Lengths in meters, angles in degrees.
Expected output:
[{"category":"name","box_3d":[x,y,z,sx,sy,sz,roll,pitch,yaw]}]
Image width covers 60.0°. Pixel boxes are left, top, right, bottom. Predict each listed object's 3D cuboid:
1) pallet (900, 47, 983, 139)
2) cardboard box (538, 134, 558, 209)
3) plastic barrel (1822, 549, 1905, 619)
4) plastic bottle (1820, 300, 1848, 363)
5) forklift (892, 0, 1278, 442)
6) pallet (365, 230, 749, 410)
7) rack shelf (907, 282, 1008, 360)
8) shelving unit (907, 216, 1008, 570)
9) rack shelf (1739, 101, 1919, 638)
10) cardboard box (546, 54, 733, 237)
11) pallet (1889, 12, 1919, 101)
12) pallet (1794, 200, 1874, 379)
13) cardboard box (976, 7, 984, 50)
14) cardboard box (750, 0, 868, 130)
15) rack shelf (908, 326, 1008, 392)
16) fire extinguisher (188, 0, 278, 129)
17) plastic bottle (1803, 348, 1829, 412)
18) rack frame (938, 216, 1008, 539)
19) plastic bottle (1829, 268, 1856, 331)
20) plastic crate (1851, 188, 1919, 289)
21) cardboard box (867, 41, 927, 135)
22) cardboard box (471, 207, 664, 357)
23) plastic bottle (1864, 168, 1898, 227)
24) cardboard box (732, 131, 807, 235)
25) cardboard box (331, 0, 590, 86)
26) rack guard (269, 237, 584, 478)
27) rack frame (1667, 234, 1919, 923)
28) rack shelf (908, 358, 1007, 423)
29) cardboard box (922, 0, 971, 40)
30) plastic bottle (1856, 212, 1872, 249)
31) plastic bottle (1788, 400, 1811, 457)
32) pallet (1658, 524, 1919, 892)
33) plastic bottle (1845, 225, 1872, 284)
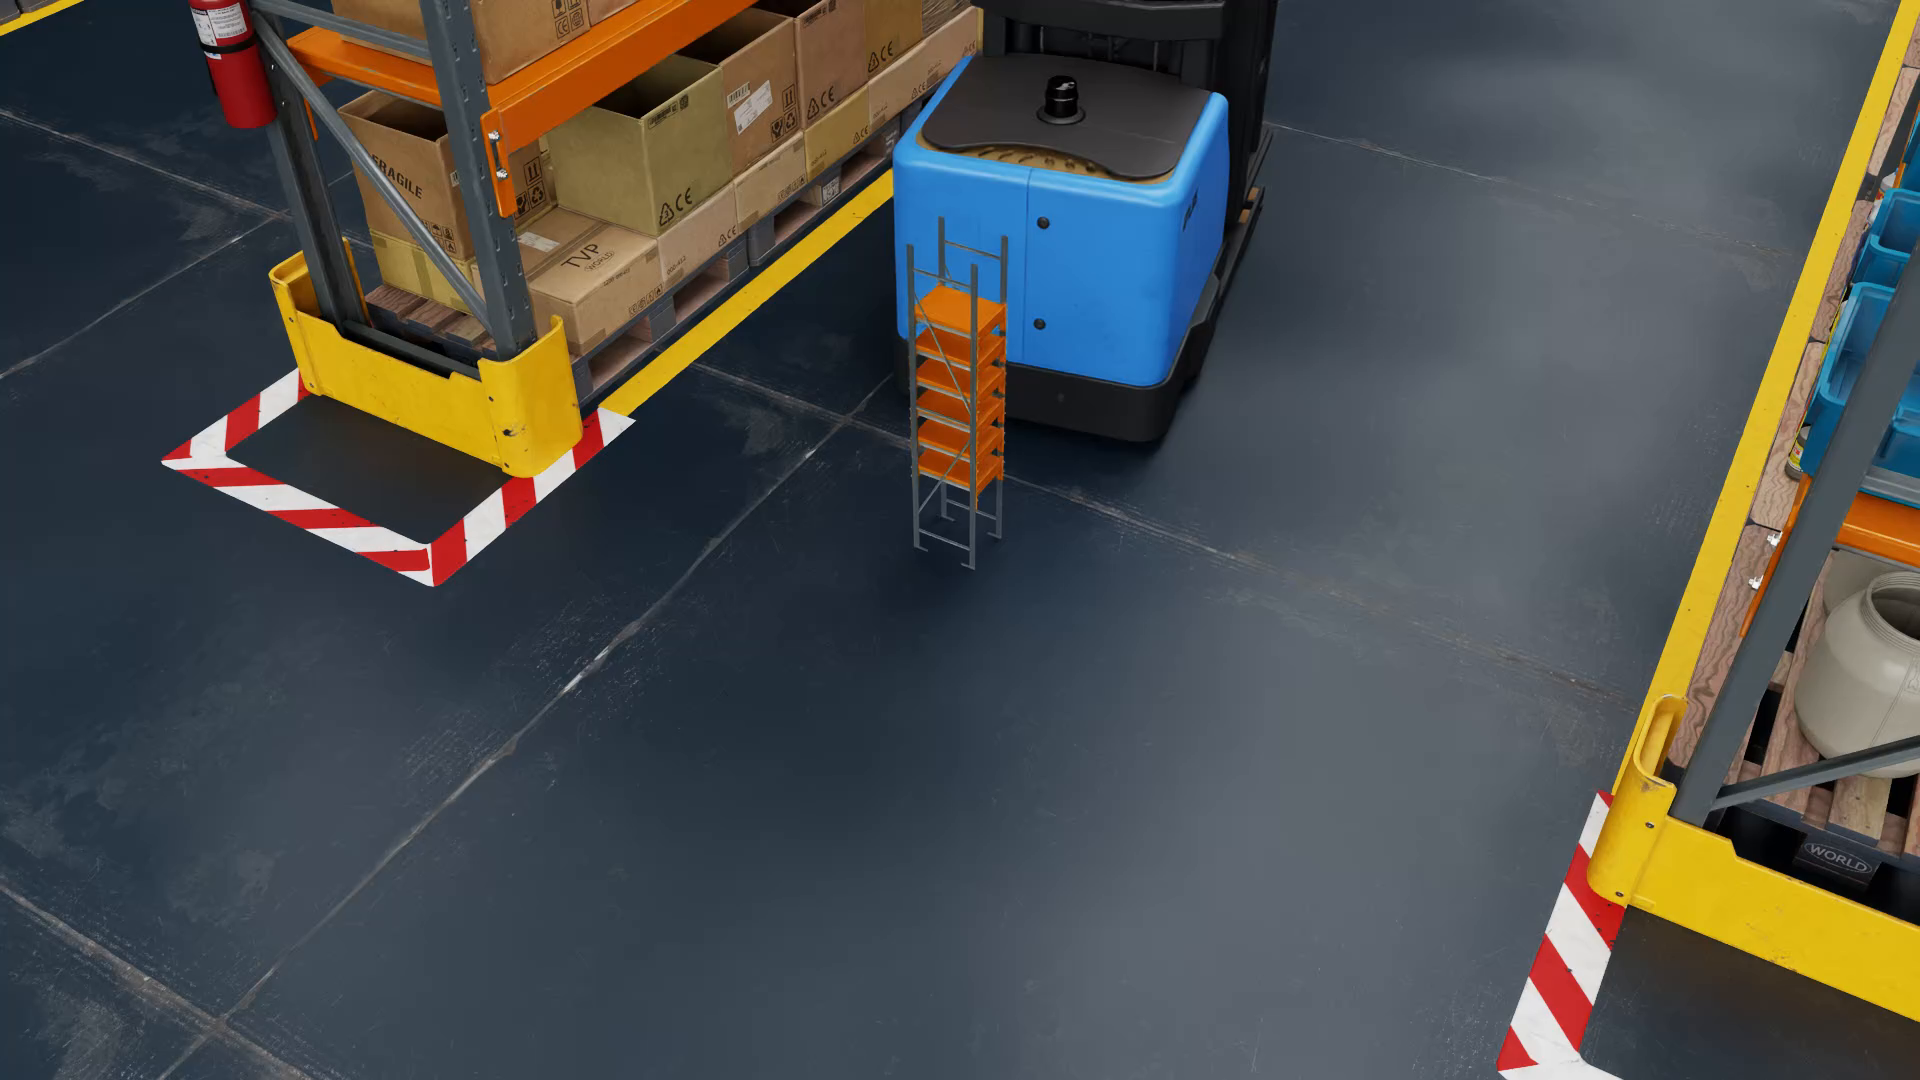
[{"category":"pallet","box_3d":[-0.390,-2.440,8.361,1.003,0.211,1.213,21,45,22]},{"category":"cardboard box","box_3d":[-1.705,-1.459,6.900,0.500,0.250,0.500,21,45,22]},{"category":"plastic barrel","box_3d":[2.843,0.089,4.944,0.421,0.512,0.421,0,41,0]},{"category":"plastic bottle","box_3d":[3.260,-0.782,6.040,0.144,0.351,0.185,21,45,22]},{"category":"forklift","box_3d":[0.703,-2.441,6.304,1.130,2.935,3.031,12,43,14]},{"category":"pallet","box_3d":[-1.611,-1.044,6.775,1.003,0.211,1.213,21,45,22]},{"category":"rack shelf","box_3d":[-0.007,-0.679,5.136,0.258,0.103,0.180,21,45,22]},{"category":"shelving unit","box_3d":[-0.007,-0.442,5.344,0.258,1.200,0.189,21,45,22]},{"category":"rack shelf","box_3d":[3.330,-0.873,5.016,1.077,0.370,4.000,21,45,22]},{"category":"cardboard box","box_3d":[-1.248,-1.566,6.454,0.500,0.500,0.500,21,45,22]},{"category":"pallet","box_3d":[5.300,-2.404,8.320,1.003,0.211,1.213,21,45,22]},{"category":"pallet","box_3d":[3.959,-0.870,6.578,1.003,0.211,1.213,21,45,22]},{"category":"cardboard box","box_3d":[0.001,-2.716,8.327,0.500,0.250,0.500,21,45,22]},{"category":"cardboard box","box_3d":[-0.744,-2.136,7.102,0.500,0.500,0.500,21,45,22]},{"category":"rack shelf","box_3d":[-0.007,-0.589,5.215,0.258,0.103,0.180,21,45,22]},{"category":"fire extinguisher","box_3d":[-2.419,-1.696,5.464,0.296,0.674,0.183,21,45,22]},{"category":"plastic bottle","box_3d":[3.088,-0.552,5.835,0.152,0.276,0.135,20,45,21]},{"category":"rack frame","box_3d":[0.039,-0.494,5.404,0.240,1.200,0.006,21,45,22]},{"category":"plastic bottle","box_3d":[3.354,-0.919,6.247,0.061,0.283,0.133,23,46,24]},{"category":"plastic crate","box_3d":[2.650,-0.698,4.385,0.499,0.251,0.408,21,45,22]},{"category":"cardboard box","box_3d":[-0.495,-2.142,7.675,0.500,0.250,0.500,21,45,22]},{"category":"cardboard box","box_3d":[-1.497,-0.998,6.376,0.500,0.250,0.500,21,45,22]},{"category":"plastic bottle","box_3d":[3.792,-1.391,6.791,0.097,0.271,0.097,0,41,0]},{"category":"cardboard box","box_3d":[-0.999,-1.571,7.027,0.500,0.250,0.500,21,45,22]},{"category":"cardboard box","box_3d":[-1.713,-1.939,5.607,0.700,0.500,0.500,21,45,22]},{"category":"rack guard","box_3d":[-1.970,-0.687,6.152,1.175,0.500,0.348,21,45,22]},{"category":"rack frame","box_3d":[2.329,0.002,3.478,1.000,3.000,0.127,21,45,22]},{"category":"rack shelf","box_3d":[-0.007,-0.499,5.294,0.258,0.103,0.180,21,45,22]},{"category":"cardboard box","box_3d":[-0.259,-2.715,7.758,0.500,0.500,0.500,21,45,22]},{"category":"plastic bottle","box_3d":[3.690,-1.248,6.682,0.097,0.201,0.097,0,41,0]},{"category":"plastic bottle","box_3d":[2.911,-0.413,5.672,0.061,0.283,0.133,22,46,23]},{"category":"pallet","box_3d":[2.738,0.526,4.993,1.003,0.211,1.213,21,45,22]},{"category":"plastic bottle","box_3d":[3.568,-1.133,6.439,0.144,0.351,0.185,22,46,23]}]
